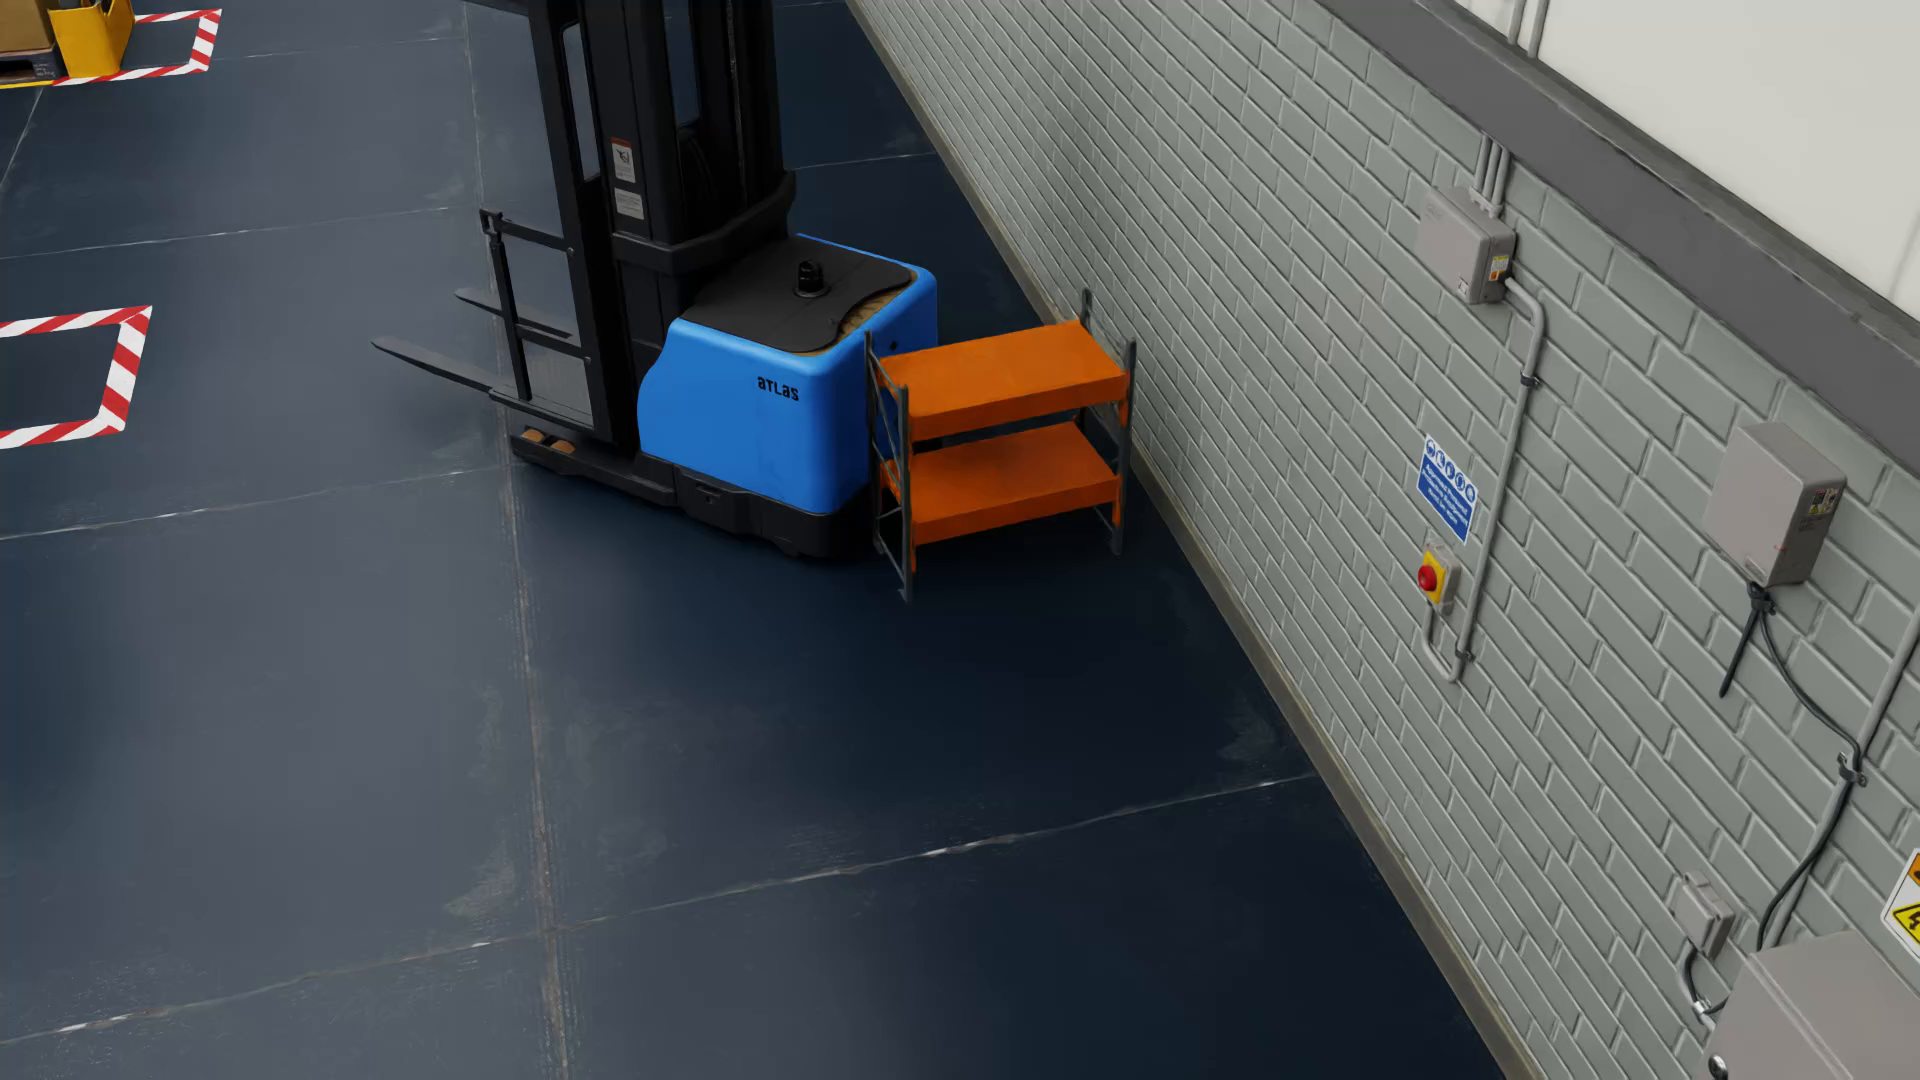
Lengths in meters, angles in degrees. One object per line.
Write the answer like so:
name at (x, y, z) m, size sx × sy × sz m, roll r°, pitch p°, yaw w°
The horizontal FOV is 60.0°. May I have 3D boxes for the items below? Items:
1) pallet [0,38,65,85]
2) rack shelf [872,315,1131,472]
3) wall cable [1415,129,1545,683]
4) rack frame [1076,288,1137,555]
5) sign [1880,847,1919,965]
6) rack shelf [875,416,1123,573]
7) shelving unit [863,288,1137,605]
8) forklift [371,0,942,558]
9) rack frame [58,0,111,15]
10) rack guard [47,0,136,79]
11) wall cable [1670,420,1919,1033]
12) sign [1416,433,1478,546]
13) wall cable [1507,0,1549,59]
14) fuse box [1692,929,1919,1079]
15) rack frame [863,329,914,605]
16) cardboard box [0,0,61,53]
pallet at (-7.278, -3.643, 12.338) m, size 1.213 × 0.211 × 1.003 m, roll -9°, pitch 38°, yaw -12°
rack shelf at (0.166, -0.645, 7.183) m, size 1.000 × 0.278 × 0.538 m, roll -13°, pitch 39°, yaw -16°
wall cable at (1.494, -0.433, 4.985) m, size 0.123 × 1.953 × 0.585 m, roll -9°, pitch 38°, yaw -12°
rack frame at (0.642, -0.521, 7.503) m, size 0.032 × 1.125 × 0.500 m, roll -13°, pitch 39°, yaw -16°
sign at (2.087, 0.845, 3.497) m, size 0.001 × 0.242 × 0.339 m, roll -9°, pitch 38°, yaw -12°
rack shelf at (0.167, -0.217, 7.508) m, size 1.000 × 0.278 × 0.538 m, roll -13°, pitch 39°, yaw -16°
shelving unit at (0.167, -0.412, 7.360) m, size 1.048 × 1.125 × 0.538 m, roll -13°, pitch 39°, yaw -16°
forklift at (-1.624, -1.740, 7.613) m, size 3.031 × 2.935 × 1.130 m, roll 20°, pitch 42°, yaw 24°
rack frame at (-6.527, -4.923, 11.717) m, size 0.127 × 3.000 × 1.000 m, roll -9°, pitch 38°, yaw -12°
rack guard at (-6.504, -3.934, 12.481) m, size 0.348 × 0.500 × 1.175 m, roll -9°, pitch 38°, yaw -12°
wall cable at (1.875, 0.410, 3.909) m, size 0.122 × 1.984 × 0.588 m, roll -9°, pitch 38°, yaw -12°
sign at (1.541, -0.162, 5.271) m, size 0.001 × 0.218 × 0.327 m, roll -9°, pitch 38°, yaw -12°
wall cable at (1.475, -2.559, 3.689) m, size 0.029 × 3.000 × 0.463 m, roll -9°, pitch 38°, yaw -12°
fuse box at (1.901, 1.750, 4.054) m, size 0.414 × 1.711 × 0.539 m, roll -9°, pitch 38°, yaw -12°
rack frame at (-0.309, -0.303, 7.217) m, size 0.032 × 1.125 × 0.500 m, roll -13°, pitch 39°, yaw -16°
cardboard box at (-7.124, -4.097, 12.041) m, size 0.875 × 0.875 × 0.875 m, roll -9°, pitch 38°, yaw -12°
